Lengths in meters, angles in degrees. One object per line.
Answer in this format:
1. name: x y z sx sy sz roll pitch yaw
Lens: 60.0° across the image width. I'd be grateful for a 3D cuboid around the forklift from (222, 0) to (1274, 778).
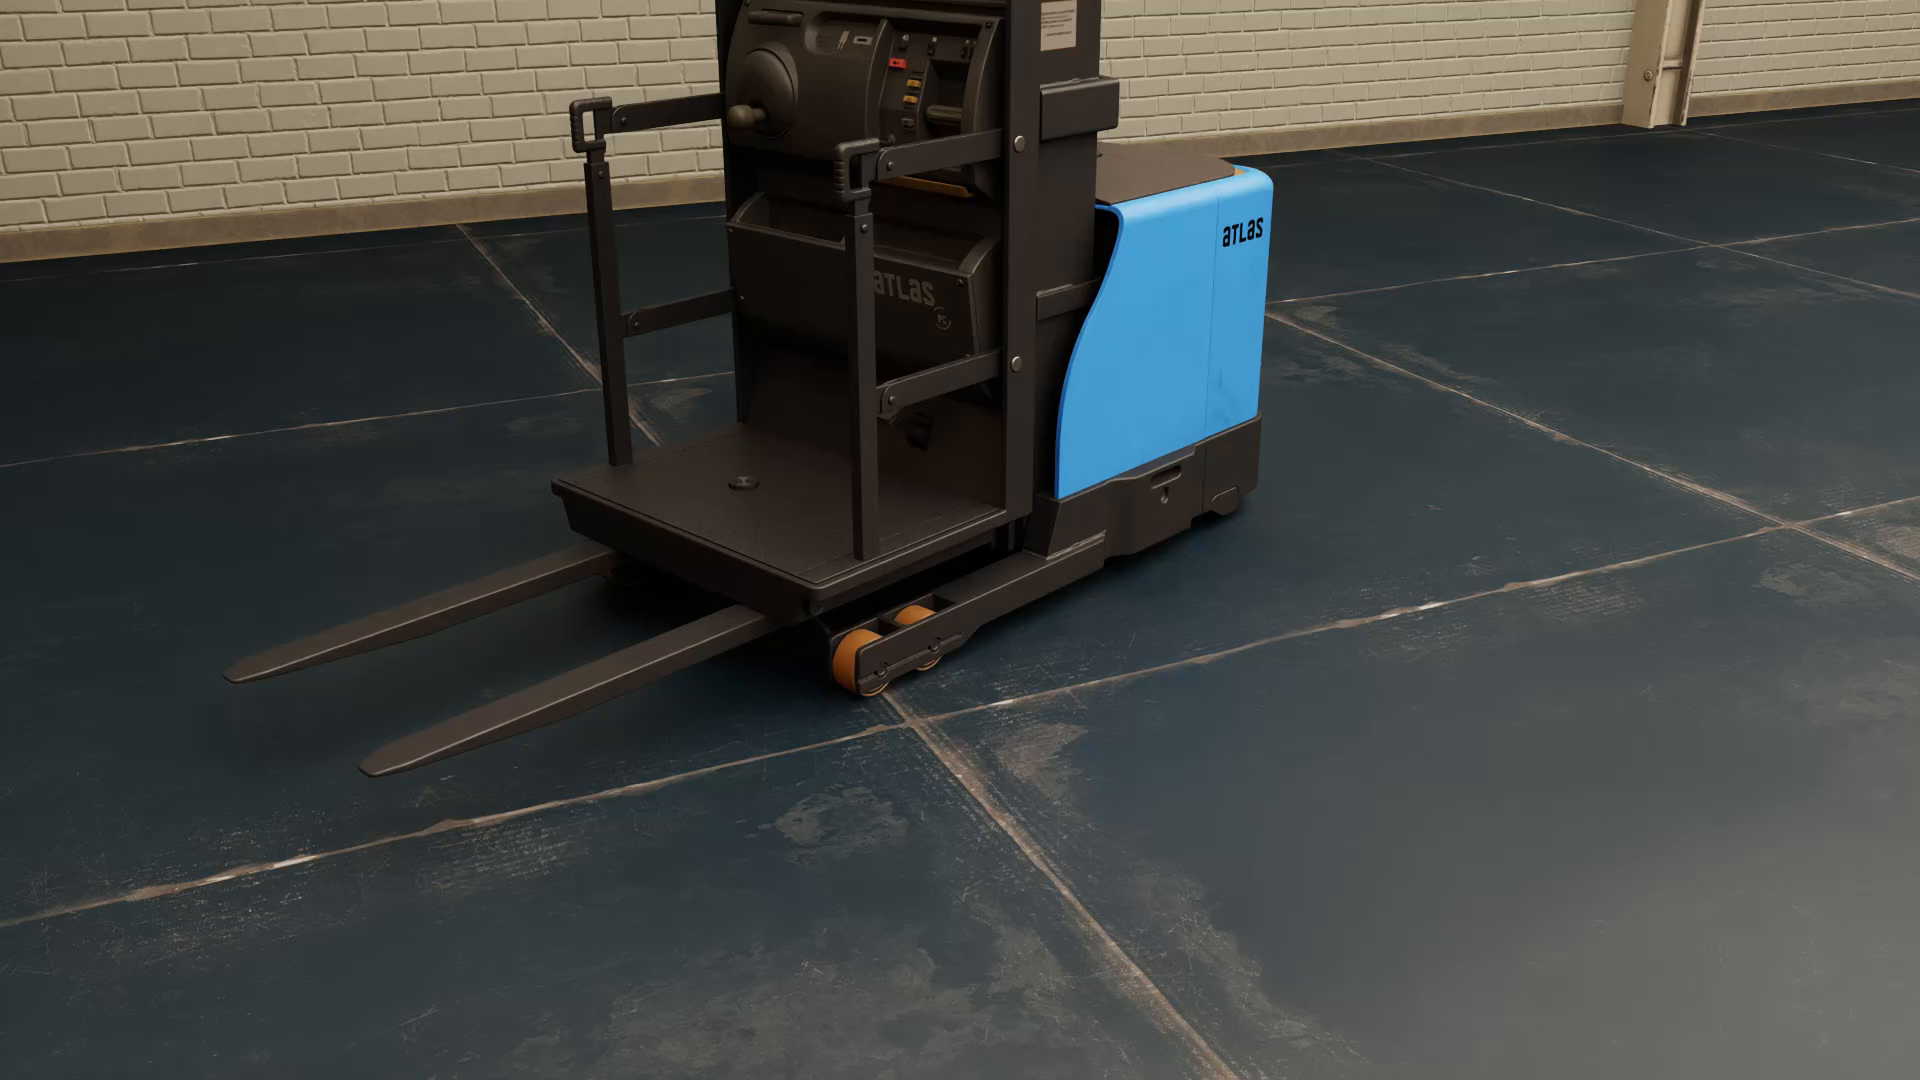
1. forklift: -0.413 -1.182 4.131 1.130 2.935 3.031 19 29 39
